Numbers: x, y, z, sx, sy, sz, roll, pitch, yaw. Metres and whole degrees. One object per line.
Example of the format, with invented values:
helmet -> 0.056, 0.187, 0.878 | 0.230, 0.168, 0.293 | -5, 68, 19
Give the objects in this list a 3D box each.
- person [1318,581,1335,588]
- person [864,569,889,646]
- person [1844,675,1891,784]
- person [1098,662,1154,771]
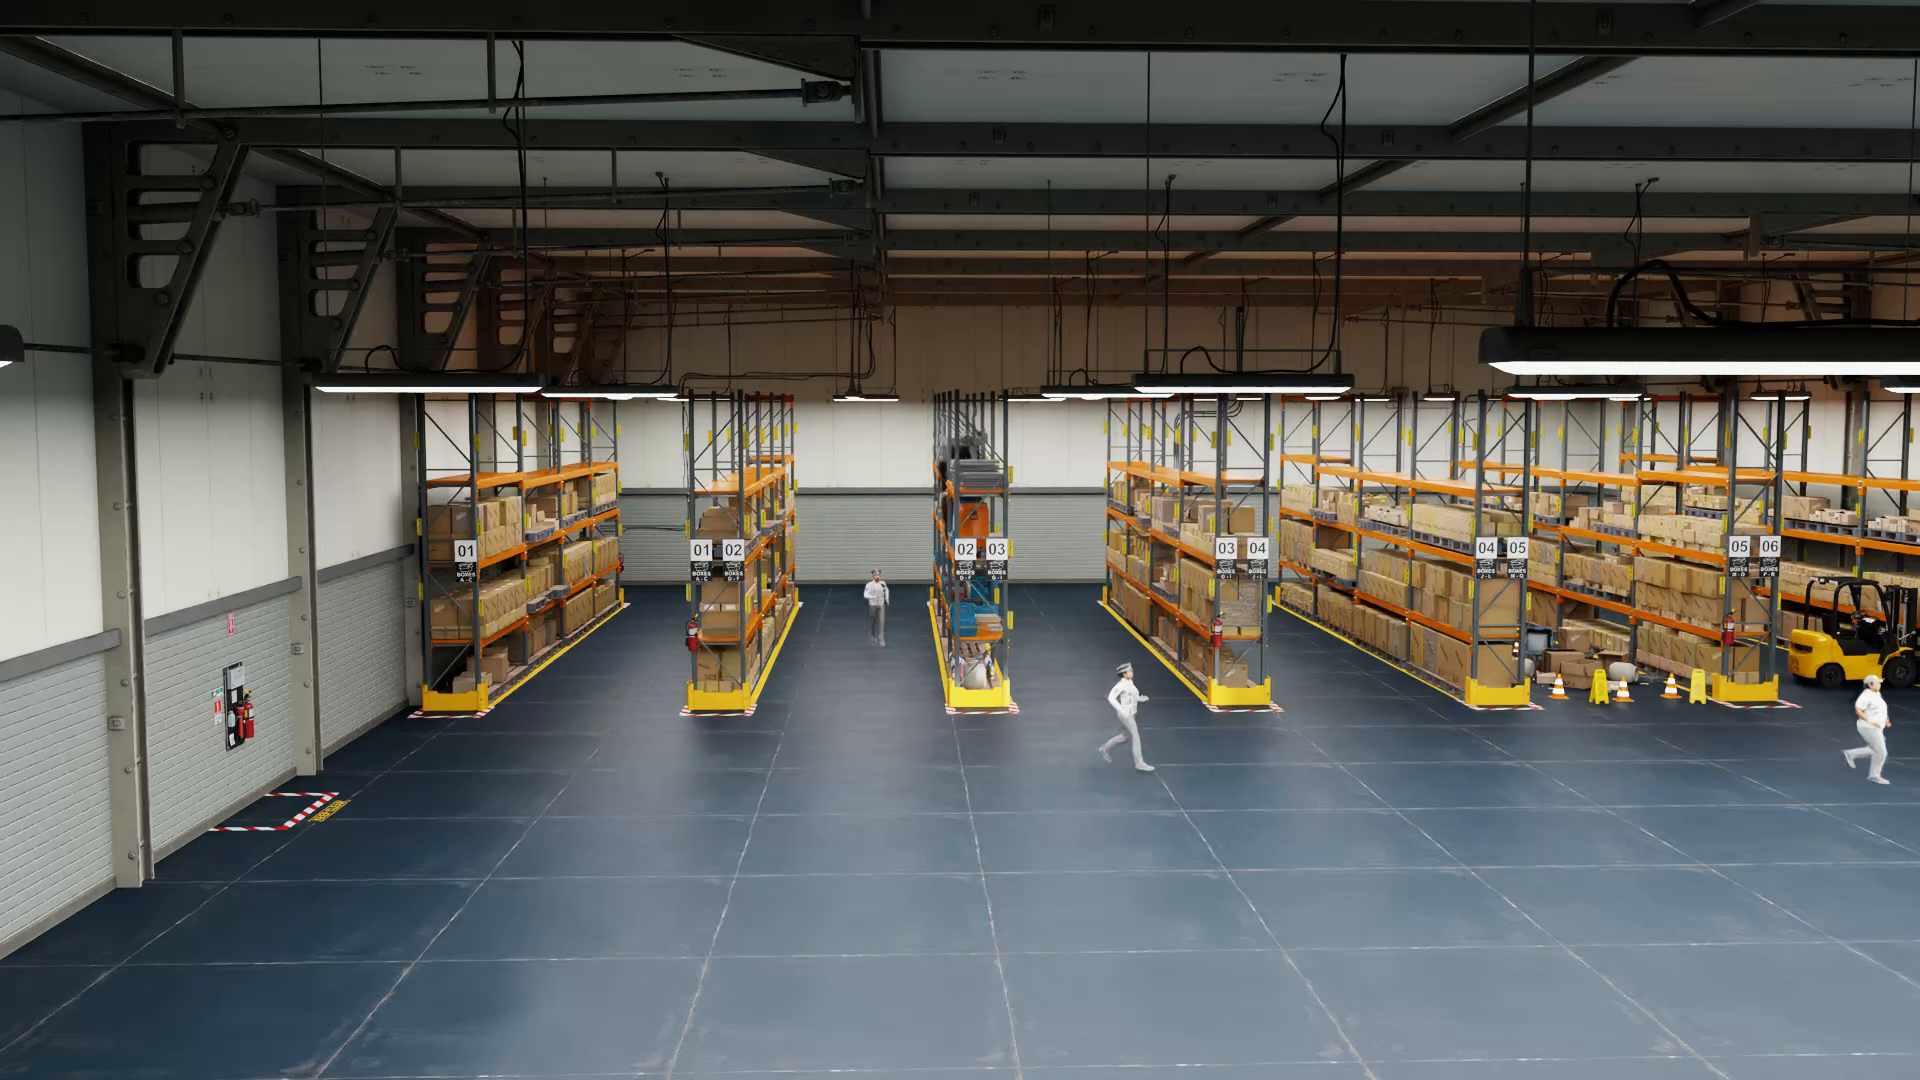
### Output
person -> 10.608, 0.867, 48.625 | 0.742, 1.780, 0.944 | -4, 6, -40
person -> -1.877, 1.518, 37.696 | 0.605, 1.735, 0.872 | -1, 5, -12
person -> 13.811, 2.861, 25.312 | 0.670, 1.641, 0.608 | 4, 6, 42
person -> 2.596, 2.740, 26.022 | 0.933, 1.675, 0.617 | 2, 5, 20
